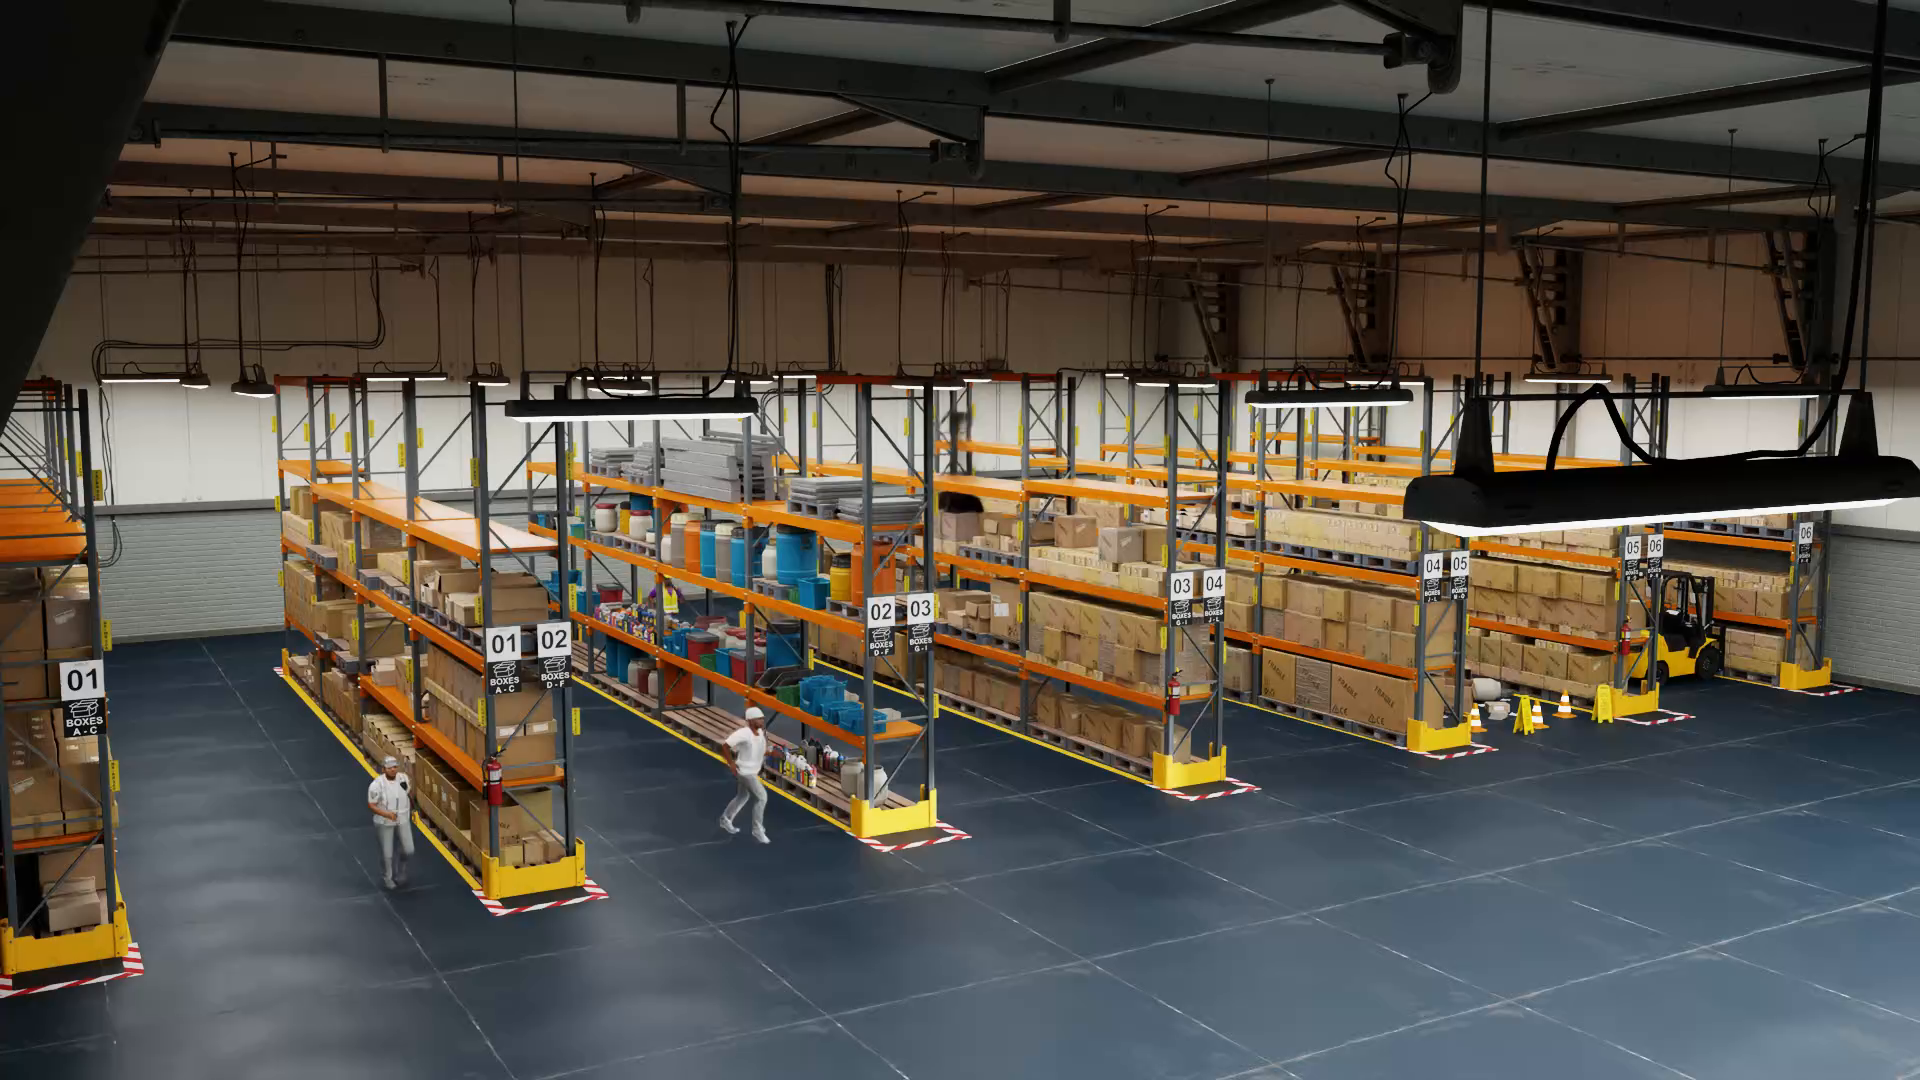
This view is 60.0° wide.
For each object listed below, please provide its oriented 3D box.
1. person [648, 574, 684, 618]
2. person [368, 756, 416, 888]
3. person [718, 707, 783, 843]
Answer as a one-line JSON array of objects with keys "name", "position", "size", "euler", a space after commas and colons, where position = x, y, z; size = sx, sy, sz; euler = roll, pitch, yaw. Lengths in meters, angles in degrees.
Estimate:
[{"name": "person", "position": [-6.180, 1.596, 35.282], "size": [0.675, 1.828, 0.771], "euler": [-5, 8, -38]}, {"name": "person", "position": [-6.731, 3.359, 19.782], "size": [0.584, 1.620, 0.667], "euler": [-5, 8, -36]}, {"name": "person", "position": [-2.784, 3.086, 21.870], "size": [0.896, 1.814, 0.619], "euler": [1, 6, 12]}]
